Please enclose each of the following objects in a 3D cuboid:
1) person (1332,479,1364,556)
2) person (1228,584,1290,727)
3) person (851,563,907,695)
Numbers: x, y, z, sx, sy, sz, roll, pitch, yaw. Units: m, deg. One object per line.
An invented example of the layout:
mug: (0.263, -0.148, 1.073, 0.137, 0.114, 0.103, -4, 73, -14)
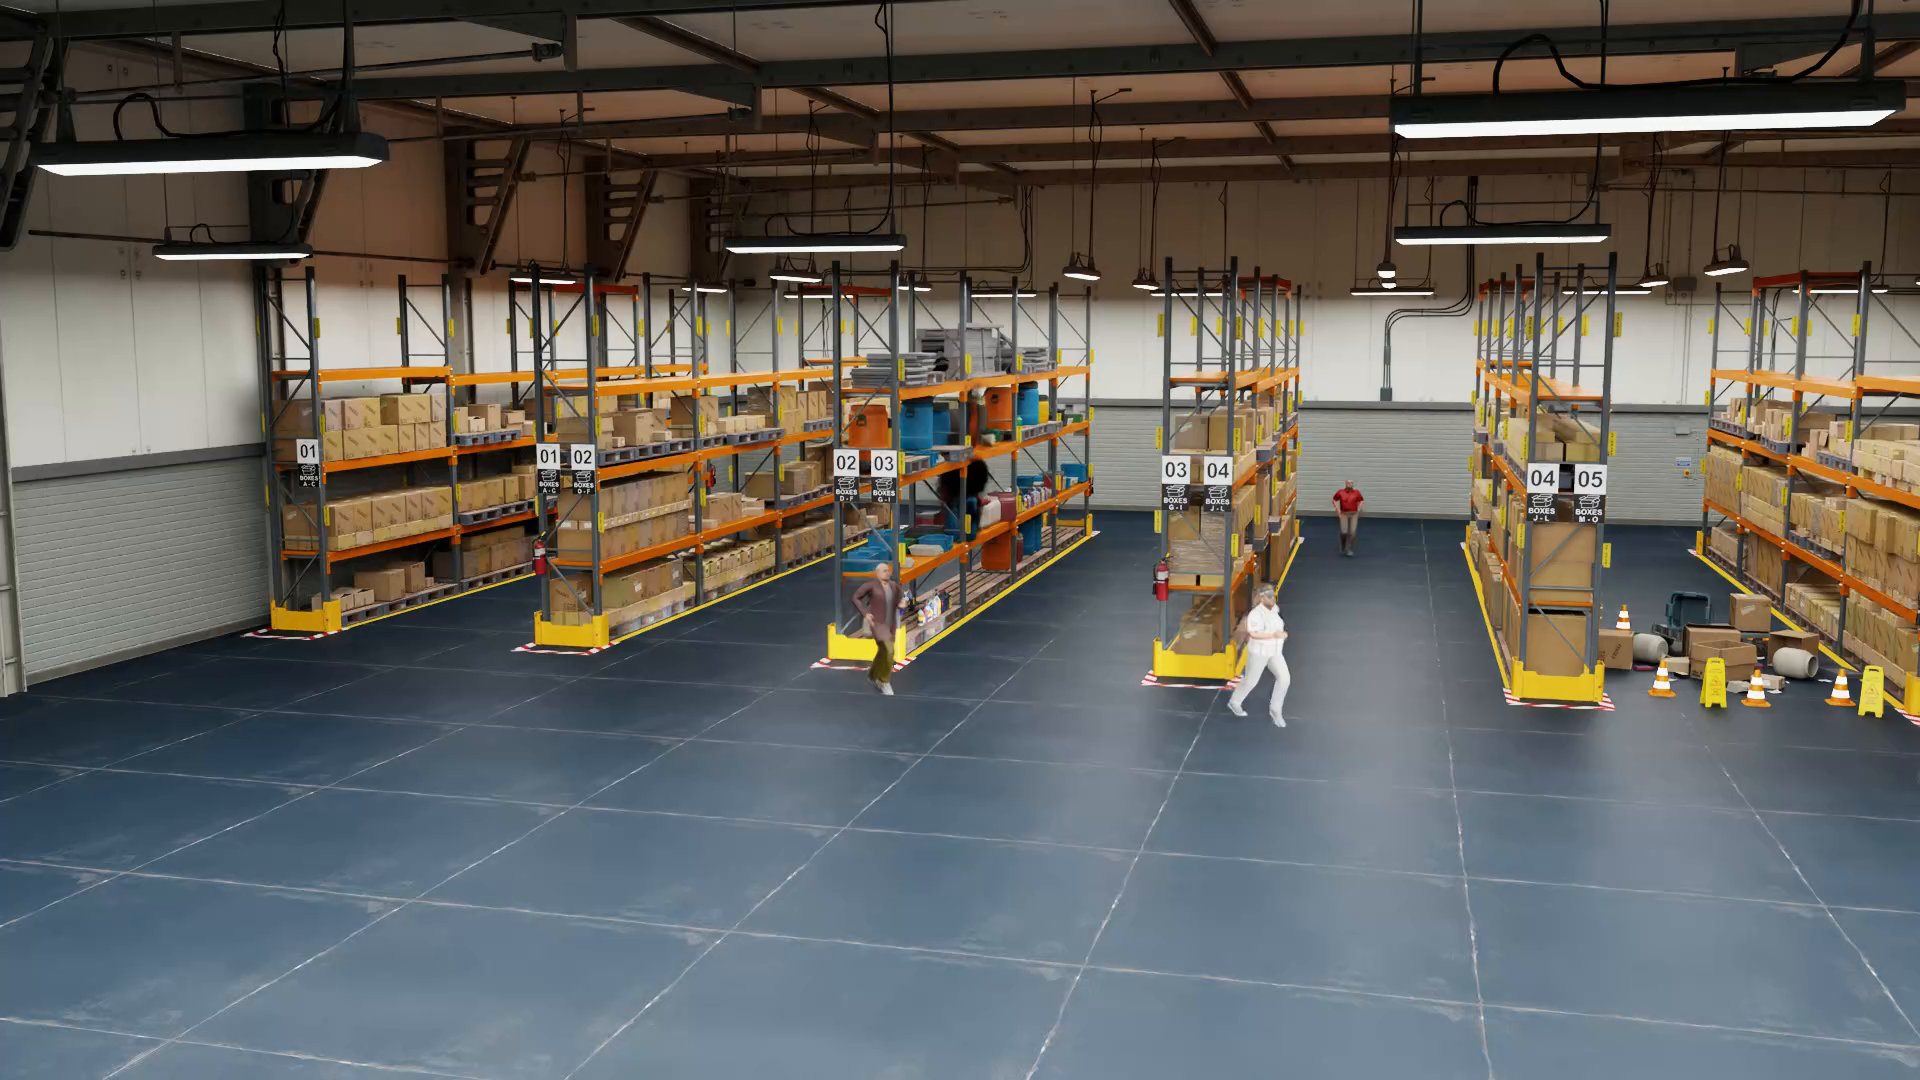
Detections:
person: (8.605, -0.492, 36.758, 0.675, 1.721, 0.611, 0, 7, 2)
person: (3.867, 1.459, 21.172, 0.675, 1.848, 0.917, -5, 9, -33)
person: (-1.059, 1.230, 22.948, 0.695, 1.831, 0.779, -7, 10, -44)
